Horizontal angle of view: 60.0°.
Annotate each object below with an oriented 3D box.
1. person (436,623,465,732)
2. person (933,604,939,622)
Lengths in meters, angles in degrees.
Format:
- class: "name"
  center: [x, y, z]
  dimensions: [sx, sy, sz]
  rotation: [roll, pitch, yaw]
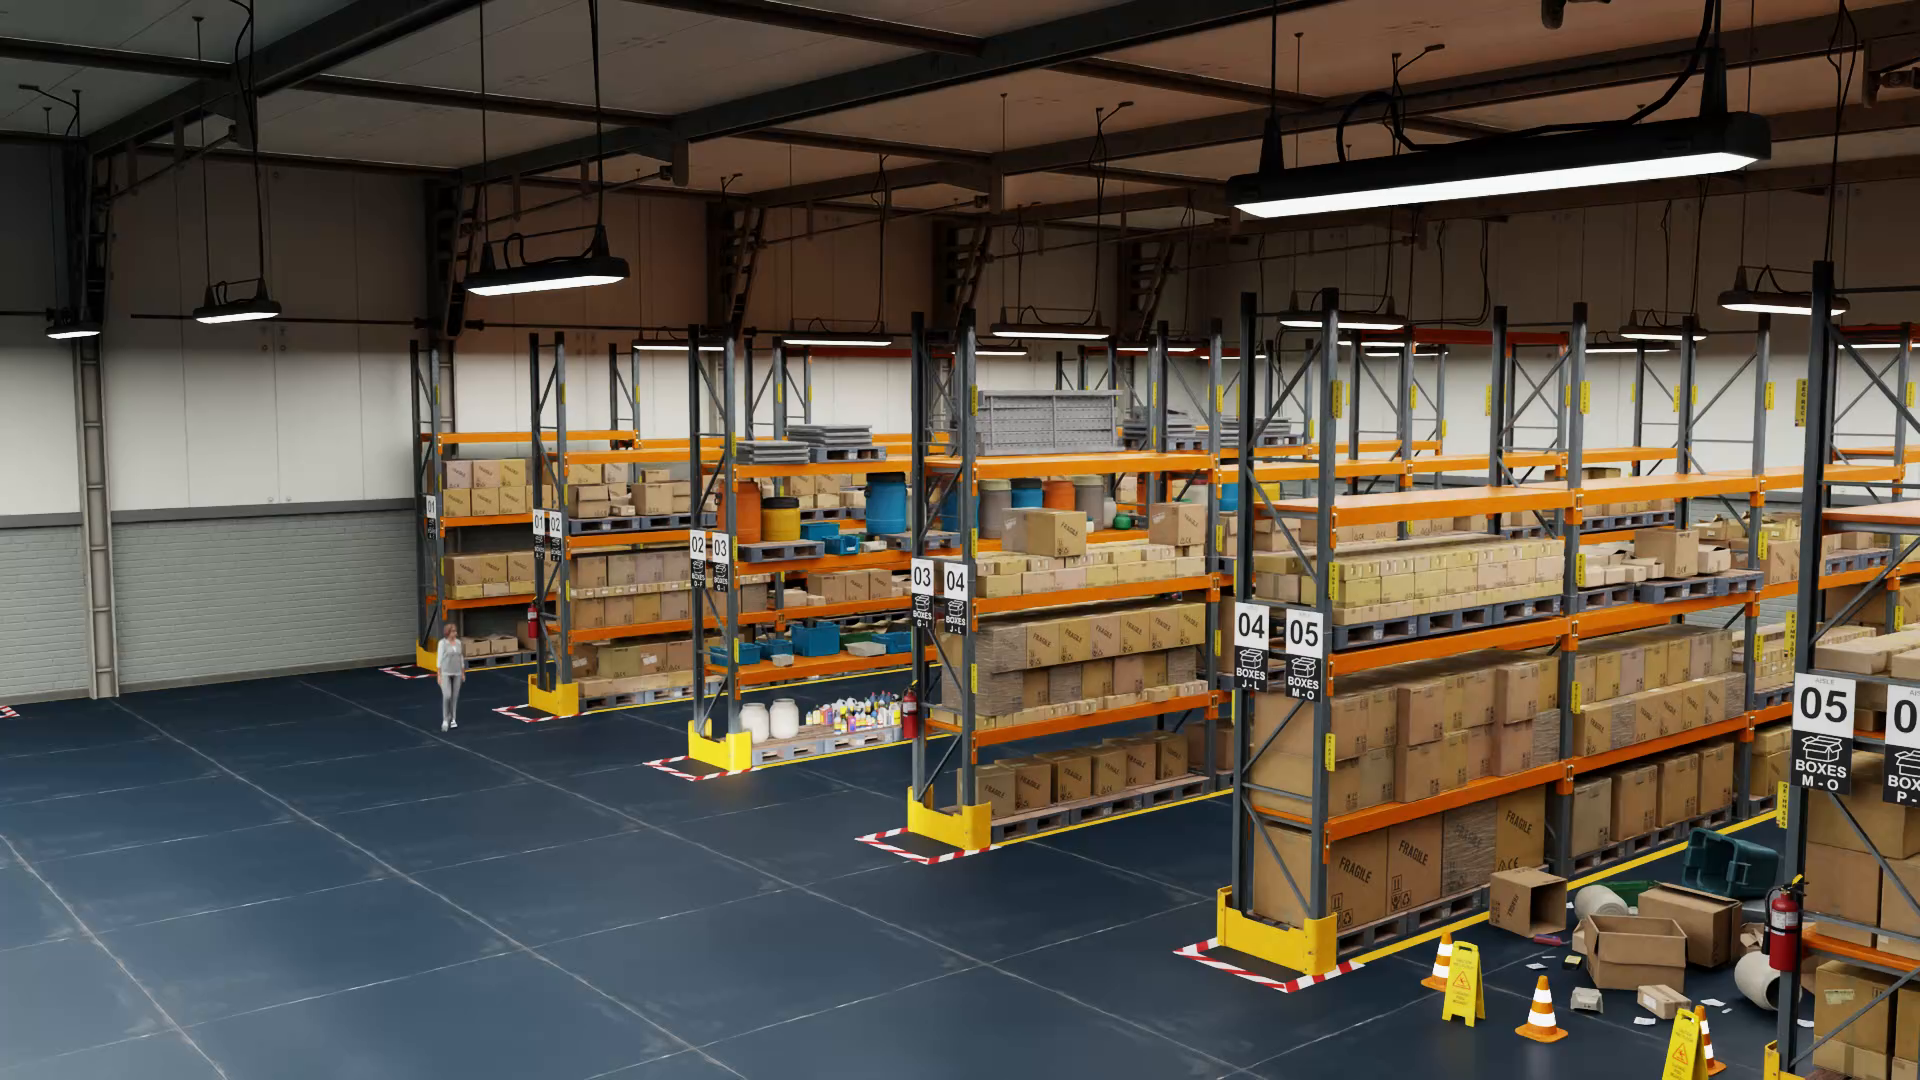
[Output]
- class: "person"
  center: [-7.669, 2.056, 25.034]
  dimensions: [0.445, 1.623, 0.445]
  rotation: [-5, 7, -41]
- class: "person"
  center: [-0.598, 1.011, 35.680]
  dimensions: [0.487, 1.725, 0.565]
  rotation: [0, 5, -1]
